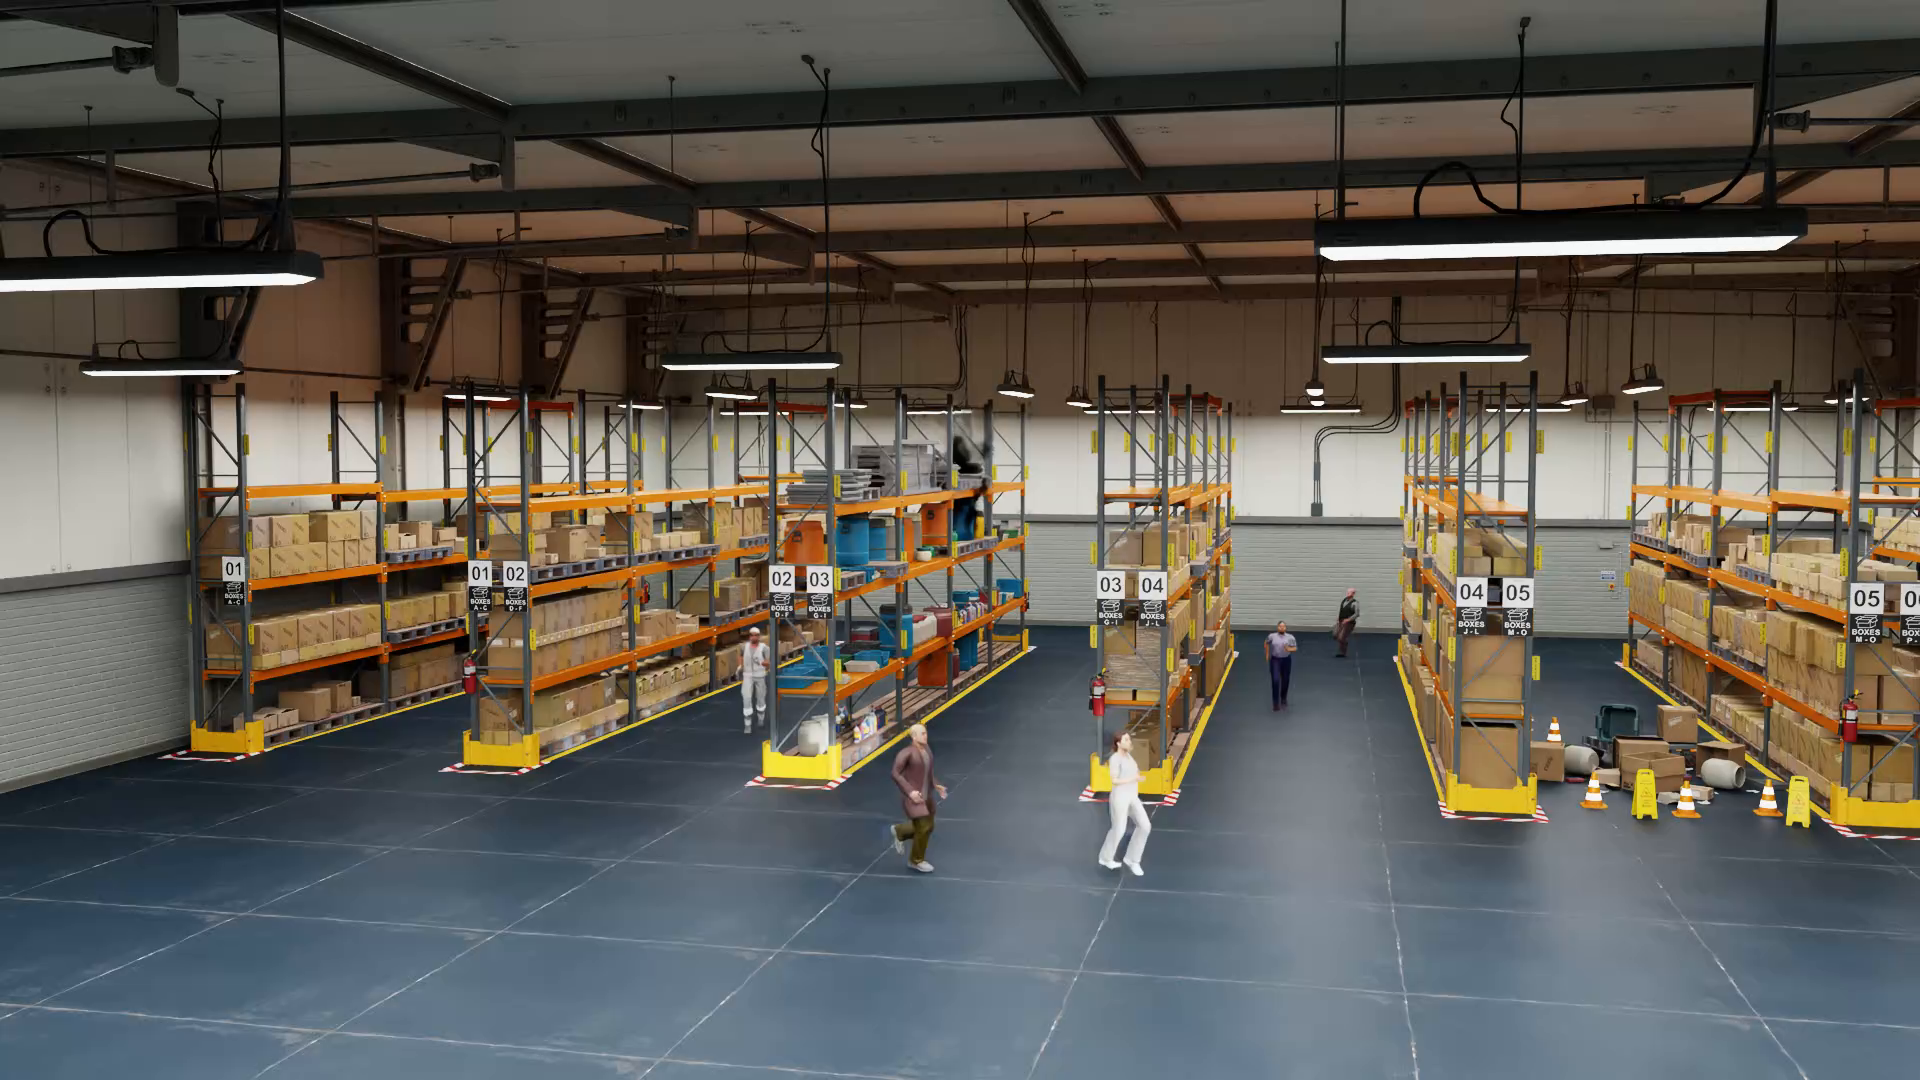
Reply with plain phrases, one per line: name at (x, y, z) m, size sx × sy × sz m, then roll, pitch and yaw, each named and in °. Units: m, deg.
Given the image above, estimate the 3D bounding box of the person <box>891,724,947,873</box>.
person at (-0.592, 3.024, 19.635) m, size 0.693 × 1.731 × 0.694 m, roll 2°, pitch 4°, yaw 34°

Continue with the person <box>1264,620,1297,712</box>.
person at (6.088, 2.376, 31.542) m, size 0.587 × 1.680 × 0.819 m, roll 0°, pitch 3°, yaw 4°

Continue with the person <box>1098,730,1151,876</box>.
person at (1.920, 3.060, 19.375) m, size 0.691 × 1.705 × 0.544 m, roll 3°, pitch 4°, yaw 42°

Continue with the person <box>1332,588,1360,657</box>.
person at (9.037, 1.950, 38.974) m, size 0.545 × 1.649 × 0.683 m, roll -2°, pitch 4°, yaw -36°

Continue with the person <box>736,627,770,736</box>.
person at (-3.590, 2.437, 29.023) m, size 0.650 × 1.839 × 0.826 m, roll 0°, pitch 3°, yaw -1°
